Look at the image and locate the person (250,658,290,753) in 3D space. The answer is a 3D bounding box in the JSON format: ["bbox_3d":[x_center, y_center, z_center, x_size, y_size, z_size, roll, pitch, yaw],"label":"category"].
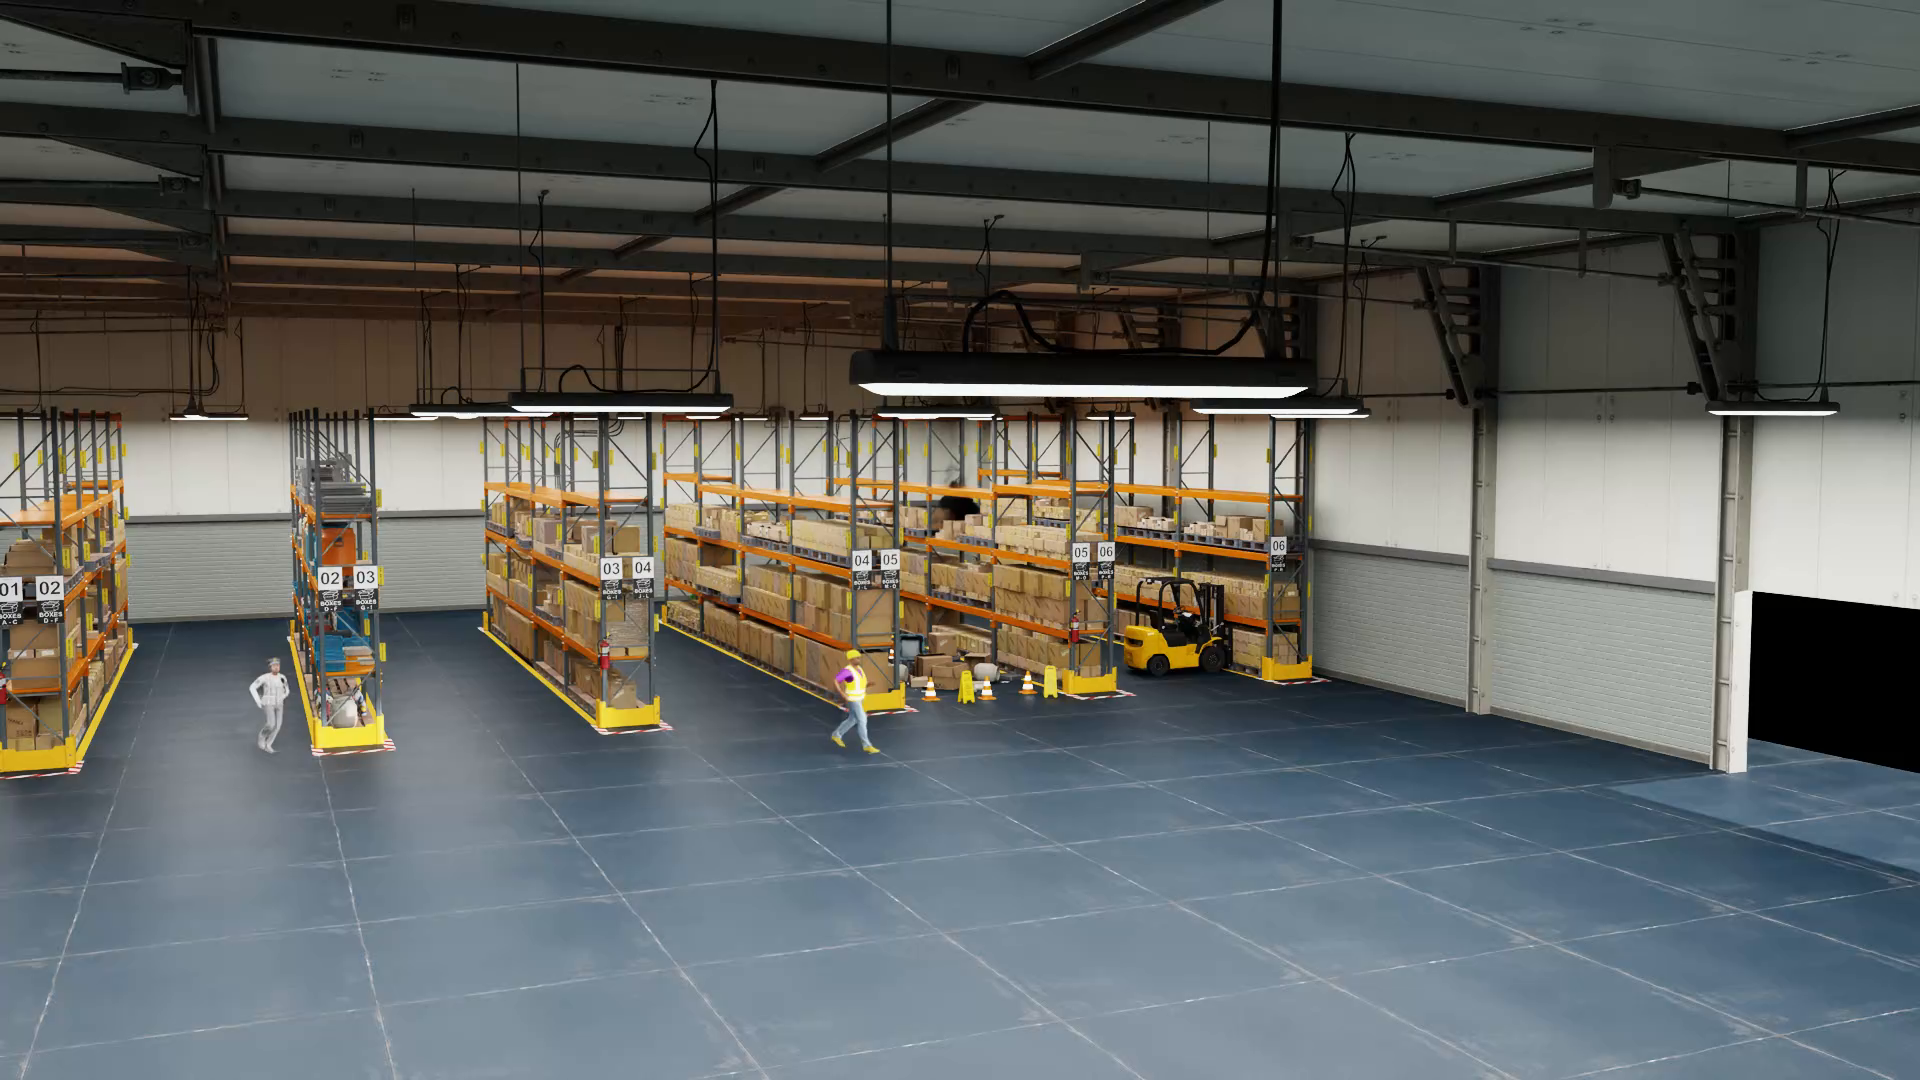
[{"bbox_3d":[-11.951,2.875,28.939,0.512,1.648,0.612,3,5,41],"label":"person"}]

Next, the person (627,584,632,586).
[{"bbox_3d":[-9.440,1.548,46.793,0.781,1.787,0.922,0,4,-6],"label":"person"}]

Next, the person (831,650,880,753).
[{"bbox_3d":[-1.824,2.784,28.886,0.966,1.760,0.705,1,4,18],"label":"person"}]

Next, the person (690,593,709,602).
[{"bbox_3d":[-7.795,1.362,49.514,0.983,1.788,0.671,-1,4,-20],"label":"person"}]
